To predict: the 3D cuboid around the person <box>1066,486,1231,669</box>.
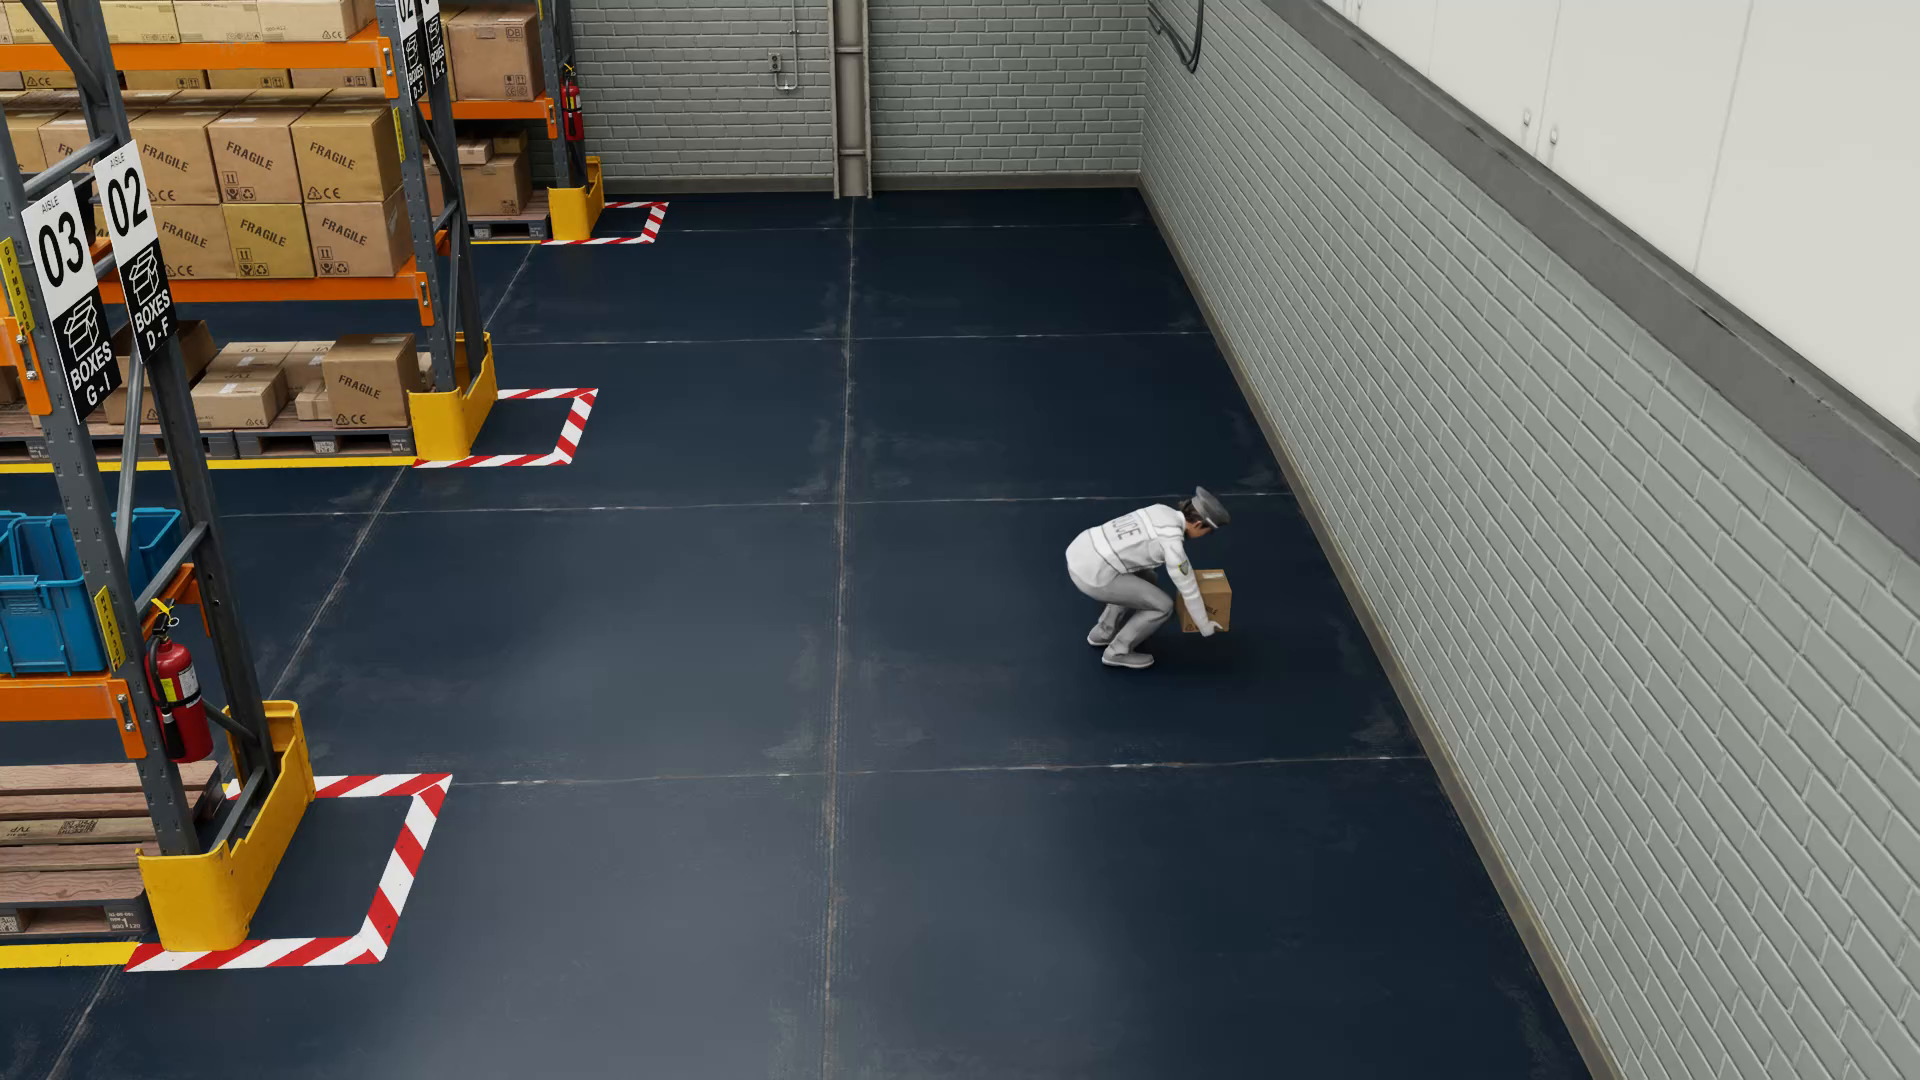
[{"bbox_3d":[1.012,0.193,8.995,0.883,0.982,0.454,-2,28,-4],"label":"person"}]
